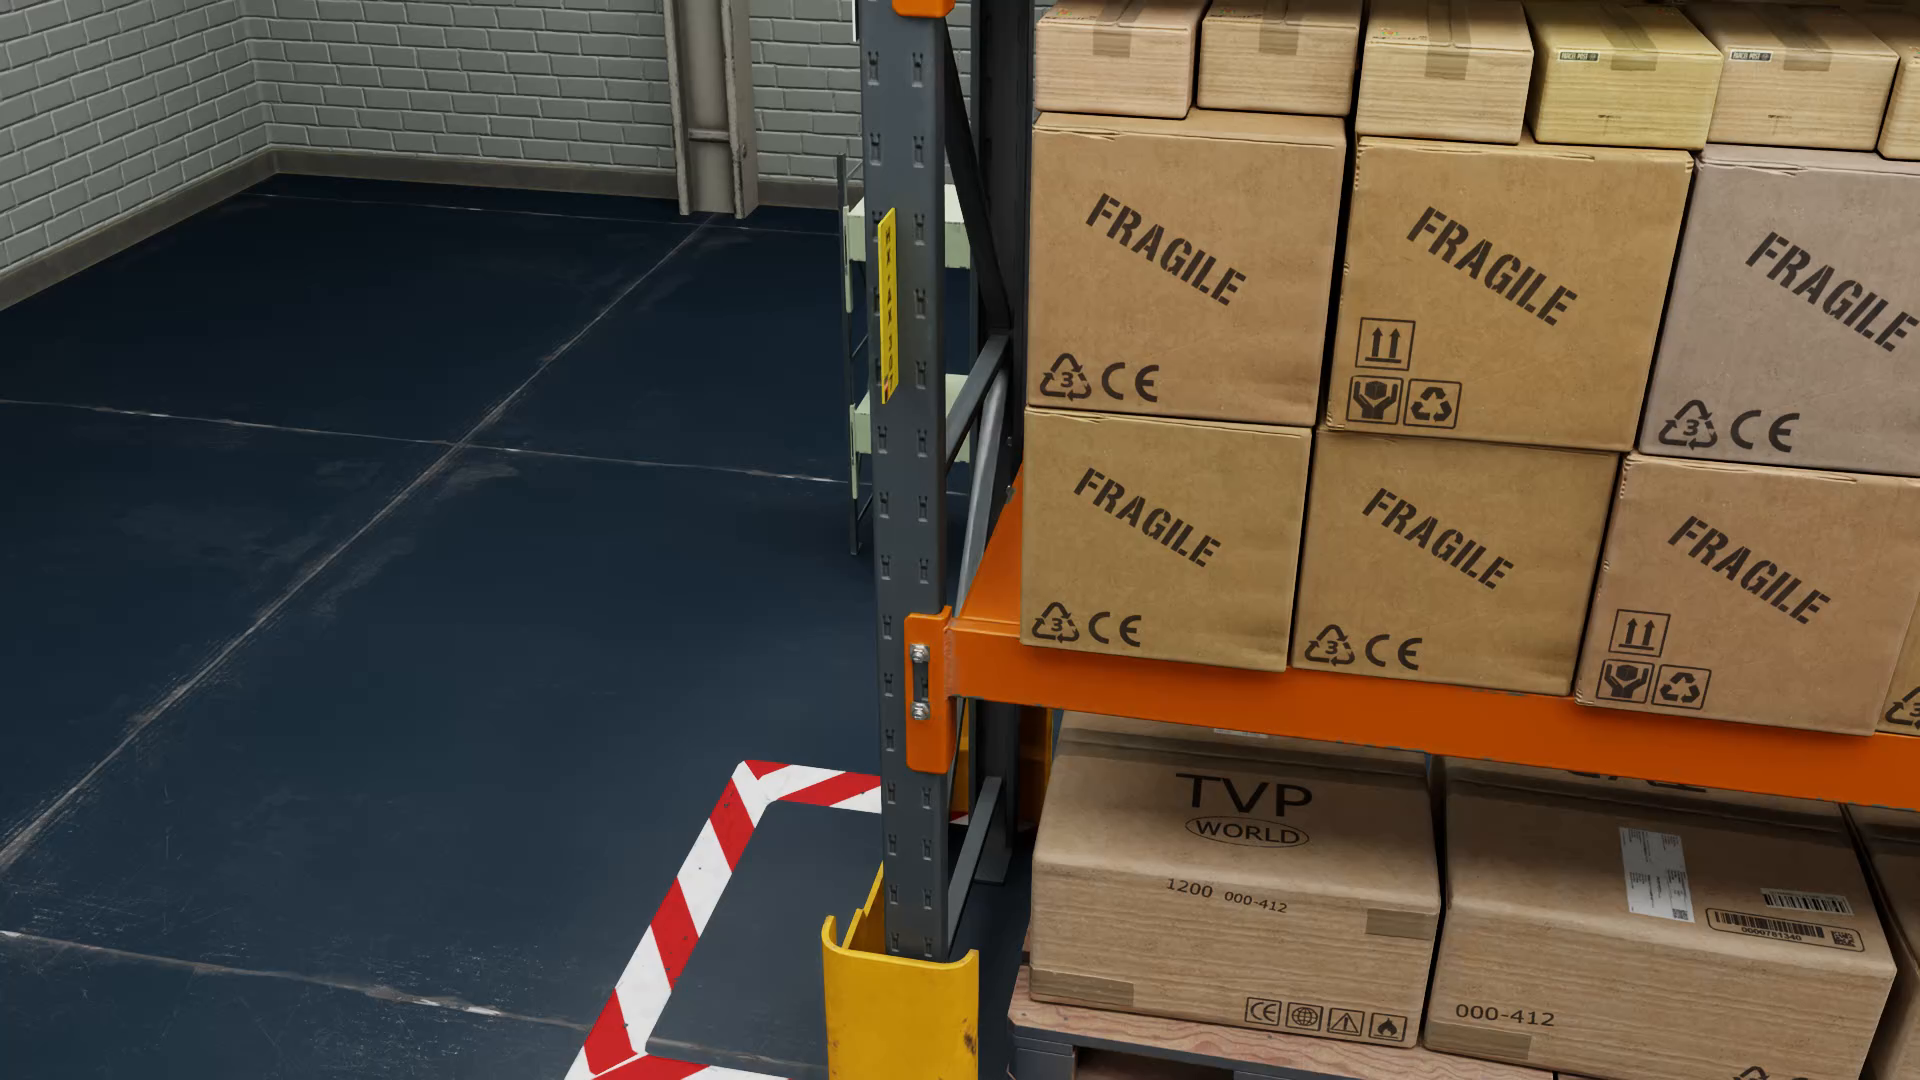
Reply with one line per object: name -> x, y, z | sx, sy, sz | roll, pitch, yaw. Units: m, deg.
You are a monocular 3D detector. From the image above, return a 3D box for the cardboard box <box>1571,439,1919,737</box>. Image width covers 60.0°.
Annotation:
cardboard box -> 1.402, -0.012, 3.044 | 0.500, 0.500, 0.500 | 6, 29, 10

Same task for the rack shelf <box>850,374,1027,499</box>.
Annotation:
rack shelf -> 0.007, -0.371, 6.045 | 0.720, 0.370, 0.431 | 6, 29, 11

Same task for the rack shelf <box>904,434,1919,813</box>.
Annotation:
rack shelf -> 1.954, 0.268, 3.386 | 4.000, 0.370, 1.077 | 6, 29, 11

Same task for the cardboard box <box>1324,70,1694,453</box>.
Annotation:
cardboard box -> 0.915, -0.500, 2.894 | 0.500, 0.500, 0.500 | 5, 29, 9

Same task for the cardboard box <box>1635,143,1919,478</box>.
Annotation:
cardboard box -> 1.420, -0.452, 2.807 | 0.500, 0.500, 0.500 | 6, 29, 10

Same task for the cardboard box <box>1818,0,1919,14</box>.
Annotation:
cardboard box -> 1.650, -0.971, 3.079 | 0.250, 0.149, 0.380 | 7, 29, 12

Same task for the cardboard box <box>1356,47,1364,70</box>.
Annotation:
cardboard box -> 1.037, -0.755, 3.361 | 0.500, 0.500, 0.500 | 6, 29, 11

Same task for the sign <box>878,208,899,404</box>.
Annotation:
sign -> -0.124, -0.402, 2.878 | 0.005, 0.325, 0.100 | 6, 29, 11

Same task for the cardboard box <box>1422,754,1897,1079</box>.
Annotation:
cardboard box -> 1.561, 0.799, 3.898 | 0.875, 0.438, 0.875 | 7, 29, 12

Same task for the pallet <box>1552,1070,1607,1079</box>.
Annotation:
pallet -> 1.986, 1.142, 3.944 | 1.213, 0.211, 1.003 | 6, 29, 11

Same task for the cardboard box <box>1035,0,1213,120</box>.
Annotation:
cardboard box -> 0.288, -0.849, 2.857 | 0.250, 0.149, 0.380 | 6, 29, 12

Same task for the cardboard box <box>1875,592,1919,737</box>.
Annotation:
cardboard box -> 1.895, 0.031, 2.966 | 0.500, 0.500, 0.500 | 7, 29, 12

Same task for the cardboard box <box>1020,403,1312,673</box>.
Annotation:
cardboard box -> 0.408, -0.109, 3.221 | 0.500, 0.500, 0.500 | 6, 29, 10

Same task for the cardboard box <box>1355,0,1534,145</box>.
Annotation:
cardboard box -> 0.789, -0.777, 2.724 | 0.250, 0.149, 0.380 | 7, 29, 12

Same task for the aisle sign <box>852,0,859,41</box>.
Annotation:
aisle sign -> -0.133, -1.259, 2.720 | 0.004, 0.787, 0.394 | 6, 29, 11

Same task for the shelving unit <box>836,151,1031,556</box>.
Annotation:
shelving unit -> 0.007, -0.657, 5.889 | 0.755, 1.500, 0.431 | 6, 29, 11

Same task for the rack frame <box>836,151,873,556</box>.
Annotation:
rack frame -> -0.351, -0.694, 5.956 | 0.023, 1.500, 0.400 | 6, 29, 11

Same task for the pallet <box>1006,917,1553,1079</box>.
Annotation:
pallet -> 0.797, 1.019, 4.170 | 1.213, 0.211, 1.003 | 6, 29, 11

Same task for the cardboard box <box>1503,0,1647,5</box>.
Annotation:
cardboard box -> 1.152, -1.028, 3.183 | 0.250, 0.149, 0.380 | 7, 29, 12

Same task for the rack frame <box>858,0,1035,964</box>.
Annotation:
rack frame -> -0.002, -0.248, 3.579 | 0.127, 3.000, 1.000 | 6, 29, 11

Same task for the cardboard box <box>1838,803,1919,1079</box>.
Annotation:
cardboard box -> 2.443, 0.890, 3.732 | 0.875, 0.438, 0.875 | 5, 29, 9

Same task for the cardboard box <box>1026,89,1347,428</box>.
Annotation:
cardboard box -> 0.408, -0.549, 2.983 | 0.500, 0.500, 0.500 | 5, 29, 9

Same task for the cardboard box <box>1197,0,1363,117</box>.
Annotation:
cardboard box -> 0.559, -0.856, 2.870 | 0.250, 0.149, 0.380 | 7, 29, 12

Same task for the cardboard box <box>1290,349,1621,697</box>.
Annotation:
cardboard box -> 0.908, -0.071, 3.152 | 0.500, 0.500, 0.500 | 5, 29, 10

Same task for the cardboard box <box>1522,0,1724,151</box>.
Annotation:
cardboard box -> 1.050, -0.759, 2.691 | 0.250, 0.149, 0.380 | 5, 29, 9

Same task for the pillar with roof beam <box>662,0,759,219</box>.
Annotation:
pillar with roof beam -> -2.316, -3.883, 3.972 | 0.400, 9.000, 9.100 | 6, 29, 11

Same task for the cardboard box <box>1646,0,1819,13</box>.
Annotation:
cardboard box -> 1.393, -0.968, 3.074 | 0.250, 0.149, 0.380 | 6, 29, 10

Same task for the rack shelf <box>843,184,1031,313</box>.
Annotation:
rack shelf -> 0.007, -1.000, 5.701 | 0.720, 0.370, 0.431 | 6, 29, 11

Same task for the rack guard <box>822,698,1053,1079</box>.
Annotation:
rack guard -> -0.025, 0.846, 4.184 | 0.348, 0.500, 1.175 | 6, 29, 11

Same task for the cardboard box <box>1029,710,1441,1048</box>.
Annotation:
cardboard box -> 0.665, 0.711, 4.059 | 0.875, 0.438, 0.875 | 5, 29, 9

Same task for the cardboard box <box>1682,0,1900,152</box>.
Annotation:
cardboard box -> 1.318, -0.757, 2.689 | 0.250, 0.149, 0.380 | 6, 29, 11

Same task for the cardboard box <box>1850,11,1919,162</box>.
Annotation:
cardboard box -> 1.553, -0.712, 2.607 | 0.250, 0.149, 0.380 | 6, 29, 11

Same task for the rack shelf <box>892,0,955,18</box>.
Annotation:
rack shelf -> 1.954, -1.048, 2.665 | 4.000, 0.370, 1.077 | 6, 29, 11

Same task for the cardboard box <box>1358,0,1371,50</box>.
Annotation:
cardboard box -> 0.914, -1.072, 3.265 | 0.250, 0.149, 0.380 | 6, 29, 10
